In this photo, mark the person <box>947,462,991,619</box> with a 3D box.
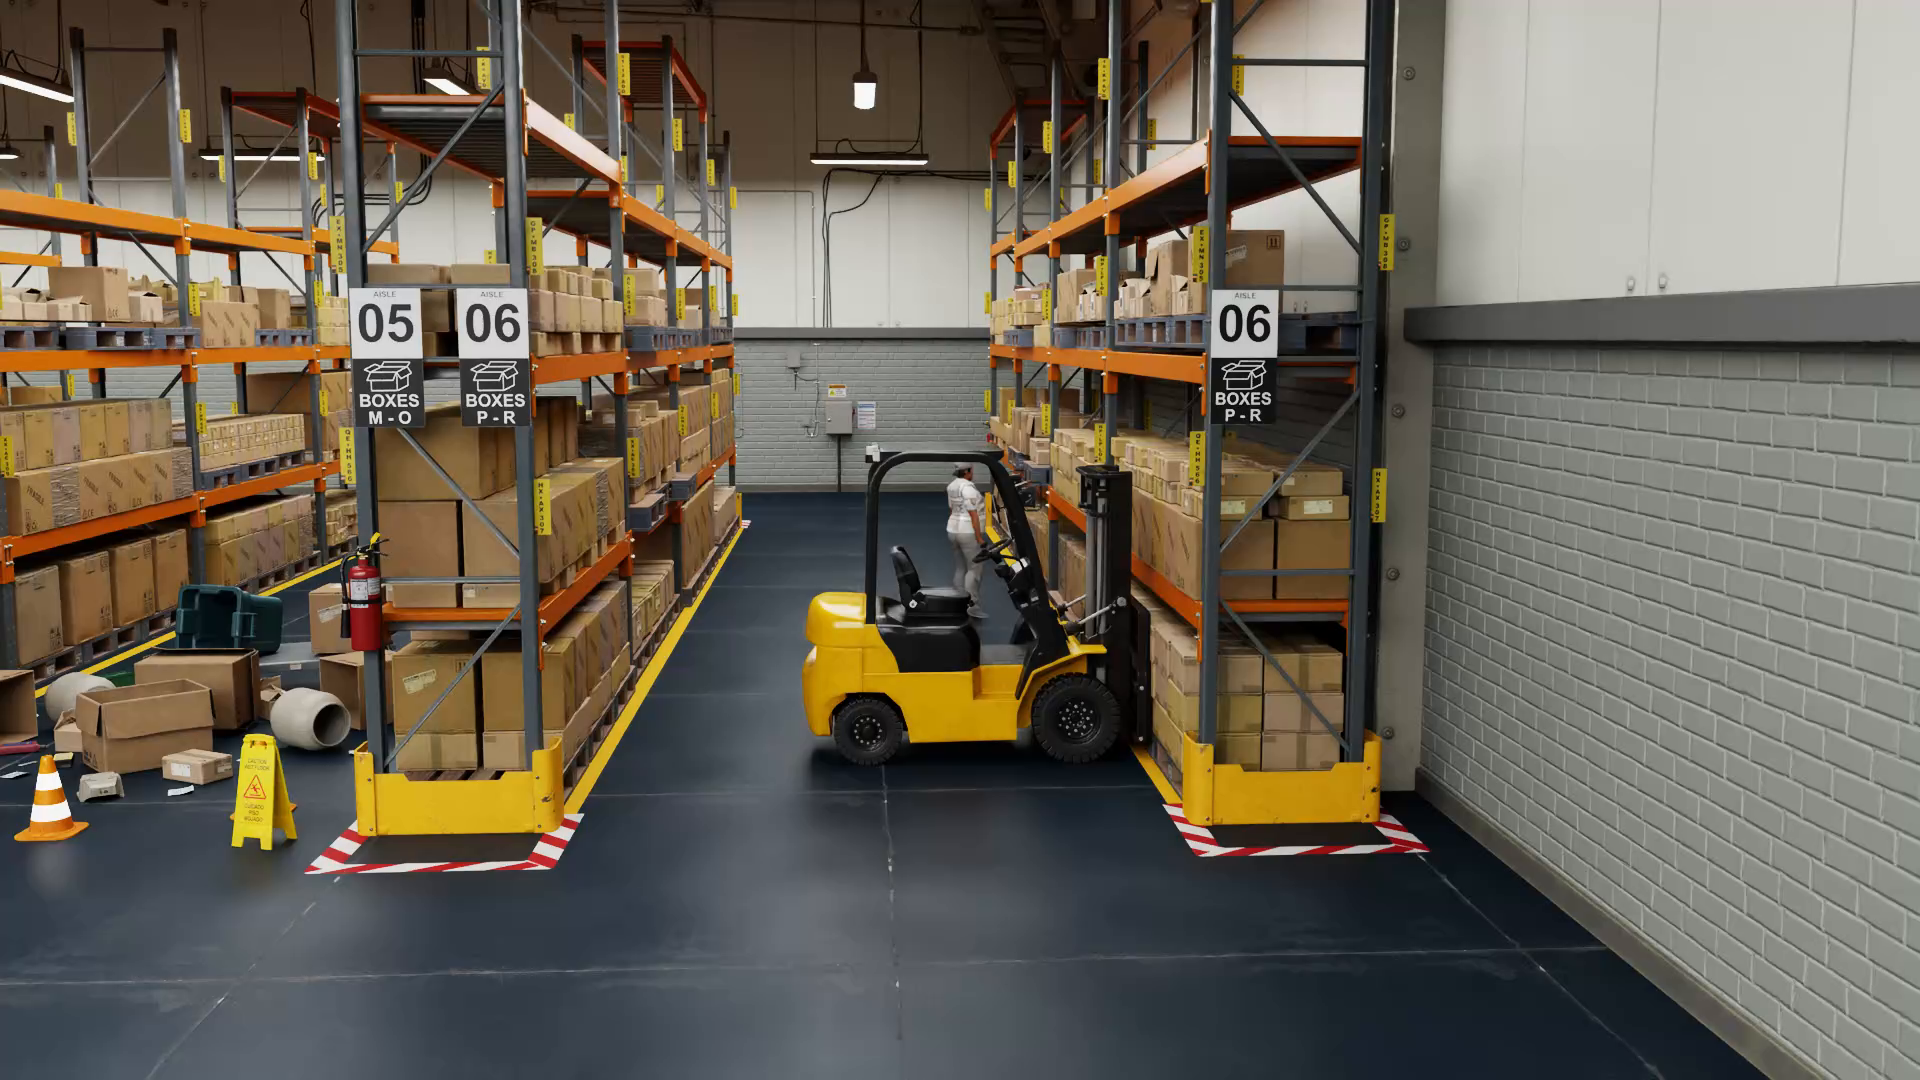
[{"bbox_3d":[0.079,-0.023,17.428,0.385,1.671,0.478,-4,8,-28],"label":"person"}]
